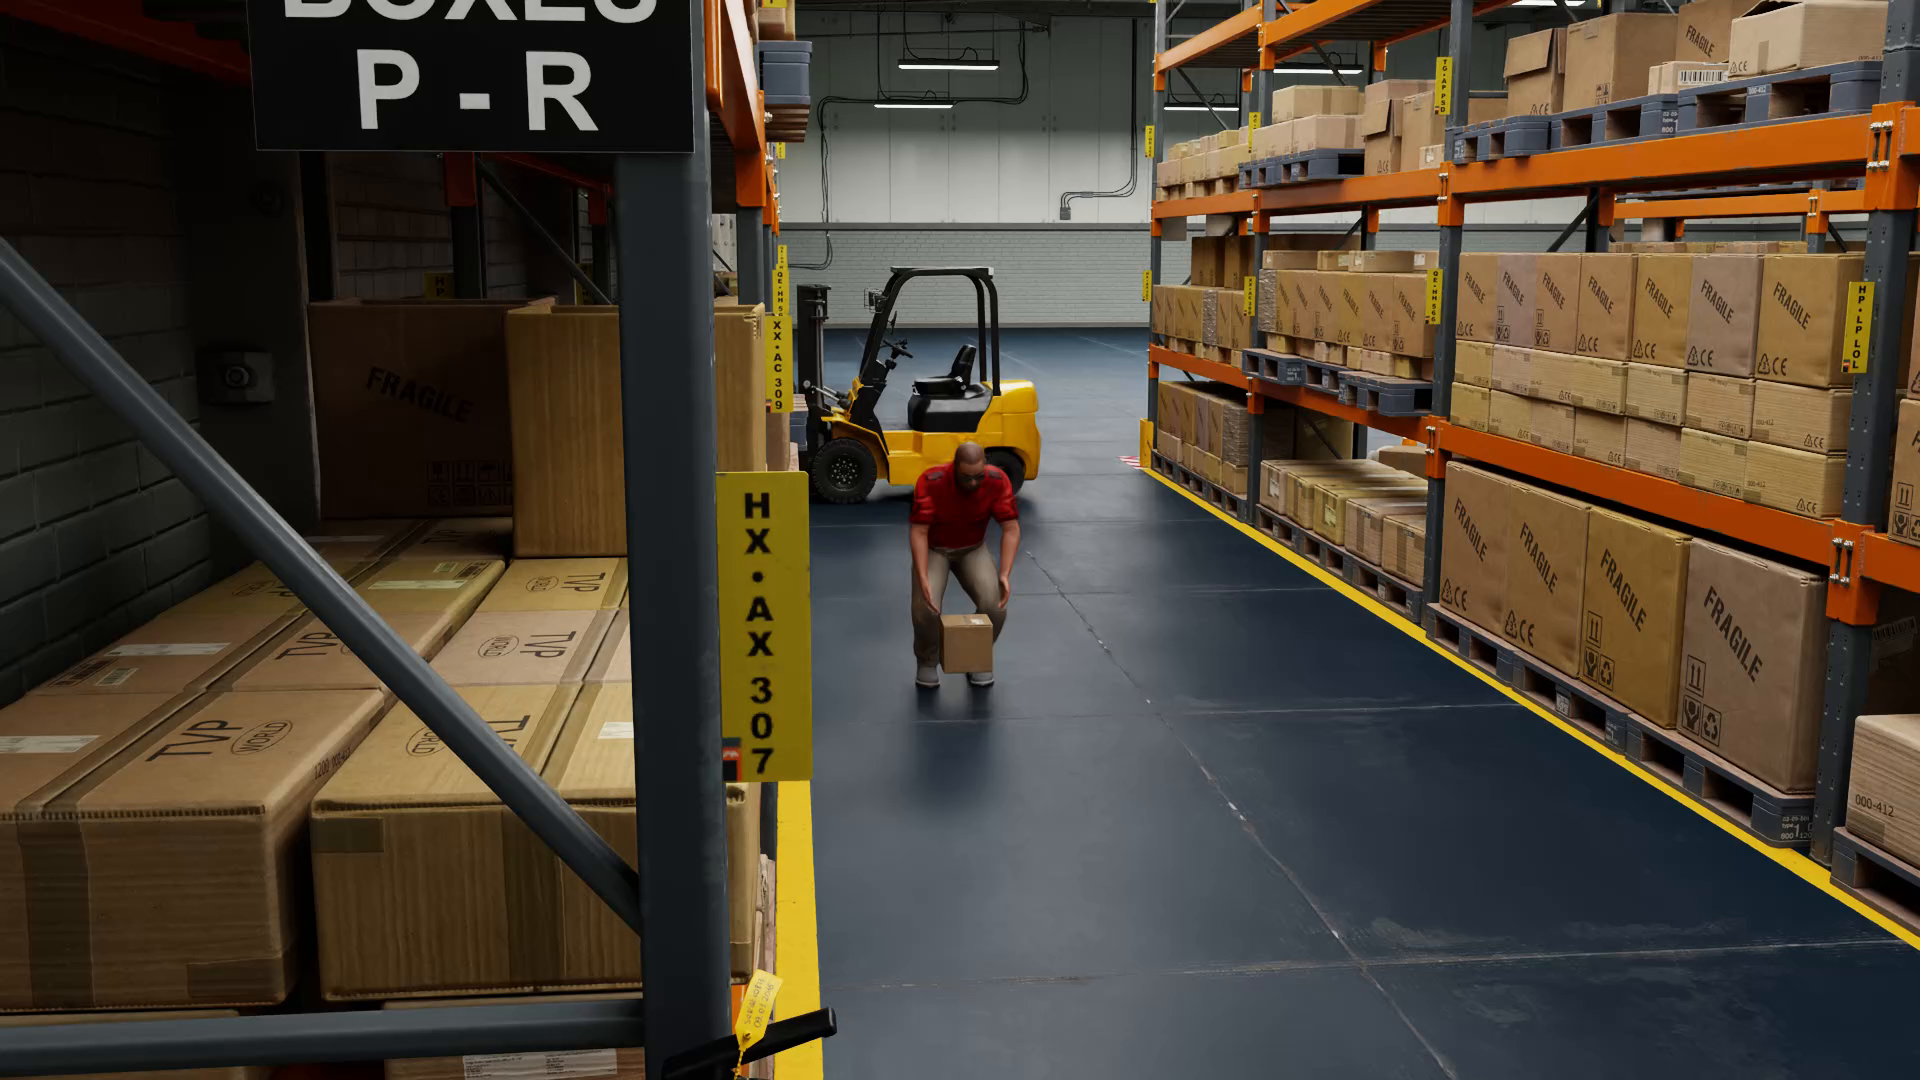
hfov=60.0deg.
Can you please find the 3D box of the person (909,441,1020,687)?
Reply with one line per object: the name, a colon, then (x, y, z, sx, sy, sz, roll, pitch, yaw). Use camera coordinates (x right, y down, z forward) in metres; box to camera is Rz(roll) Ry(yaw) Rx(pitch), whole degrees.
person: (0.013, 0.114, 8.912, 0.590, 1.352, 0.739, -1, 10, -6)
